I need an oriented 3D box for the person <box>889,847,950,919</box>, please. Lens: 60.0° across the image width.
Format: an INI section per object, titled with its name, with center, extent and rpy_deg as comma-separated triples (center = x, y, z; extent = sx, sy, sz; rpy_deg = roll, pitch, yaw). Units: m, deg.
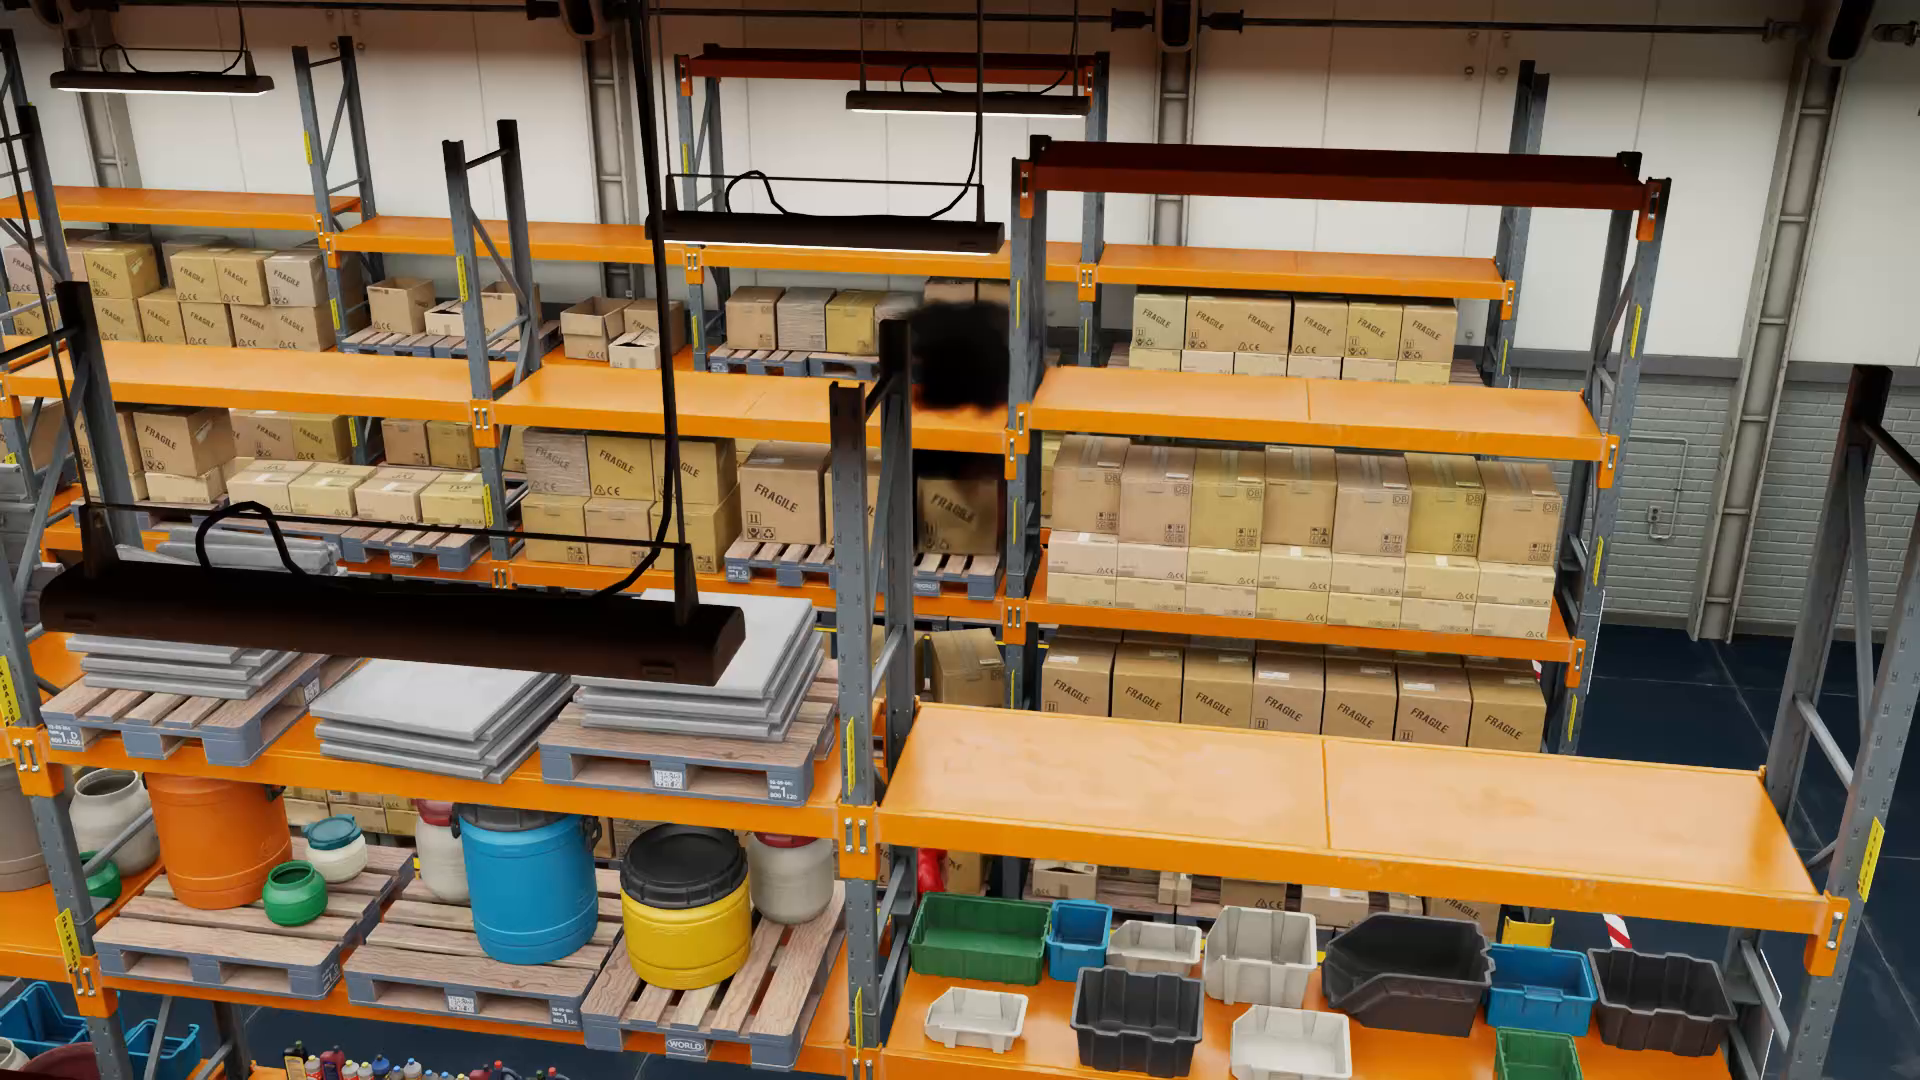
[person]
center = -0.171, 2.759, 11.865
extent = 0.680, 1.585, 0.652
rpy_deg = -2, 23, -6
